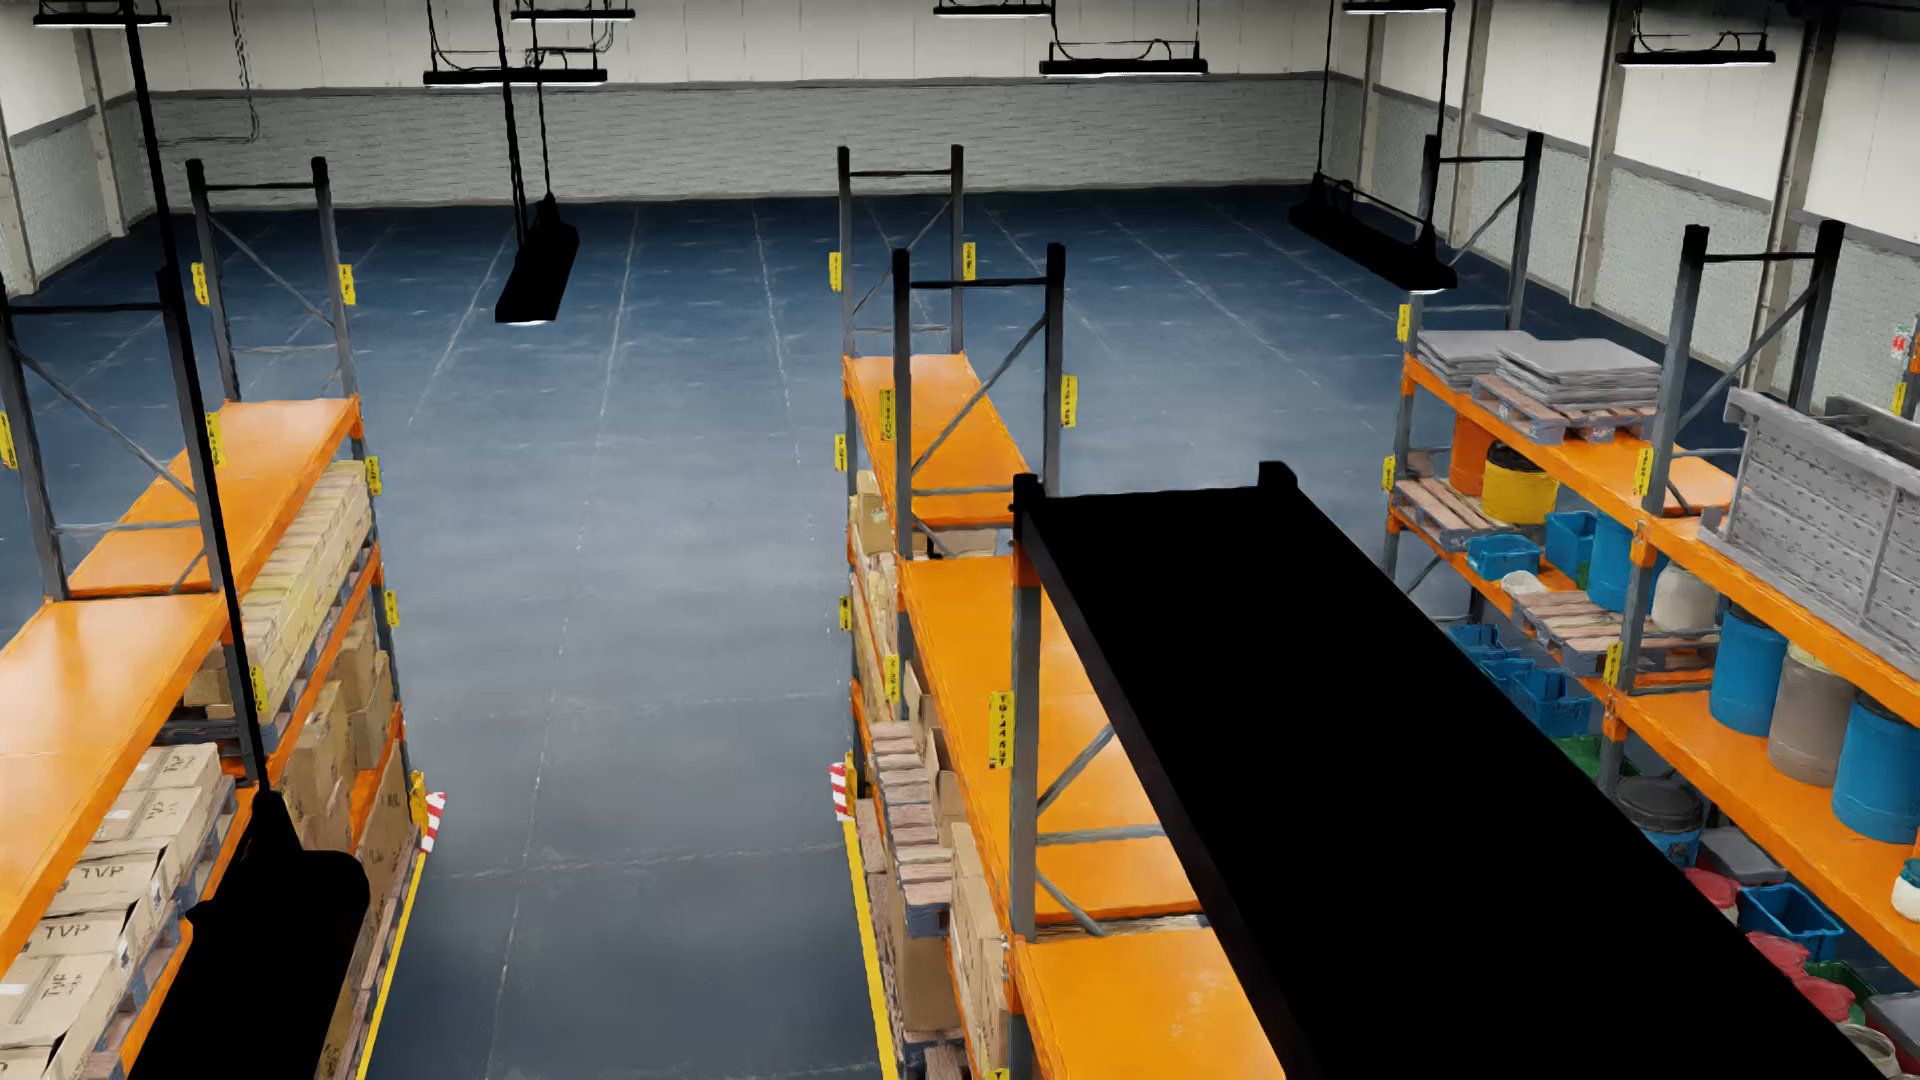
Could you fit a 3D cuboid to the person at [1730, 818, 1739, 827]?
[{"bbox_3d":[6.485,2.315,13.590,0.445,1.590,1.081,-4,22,-10],"label":"person"}]
